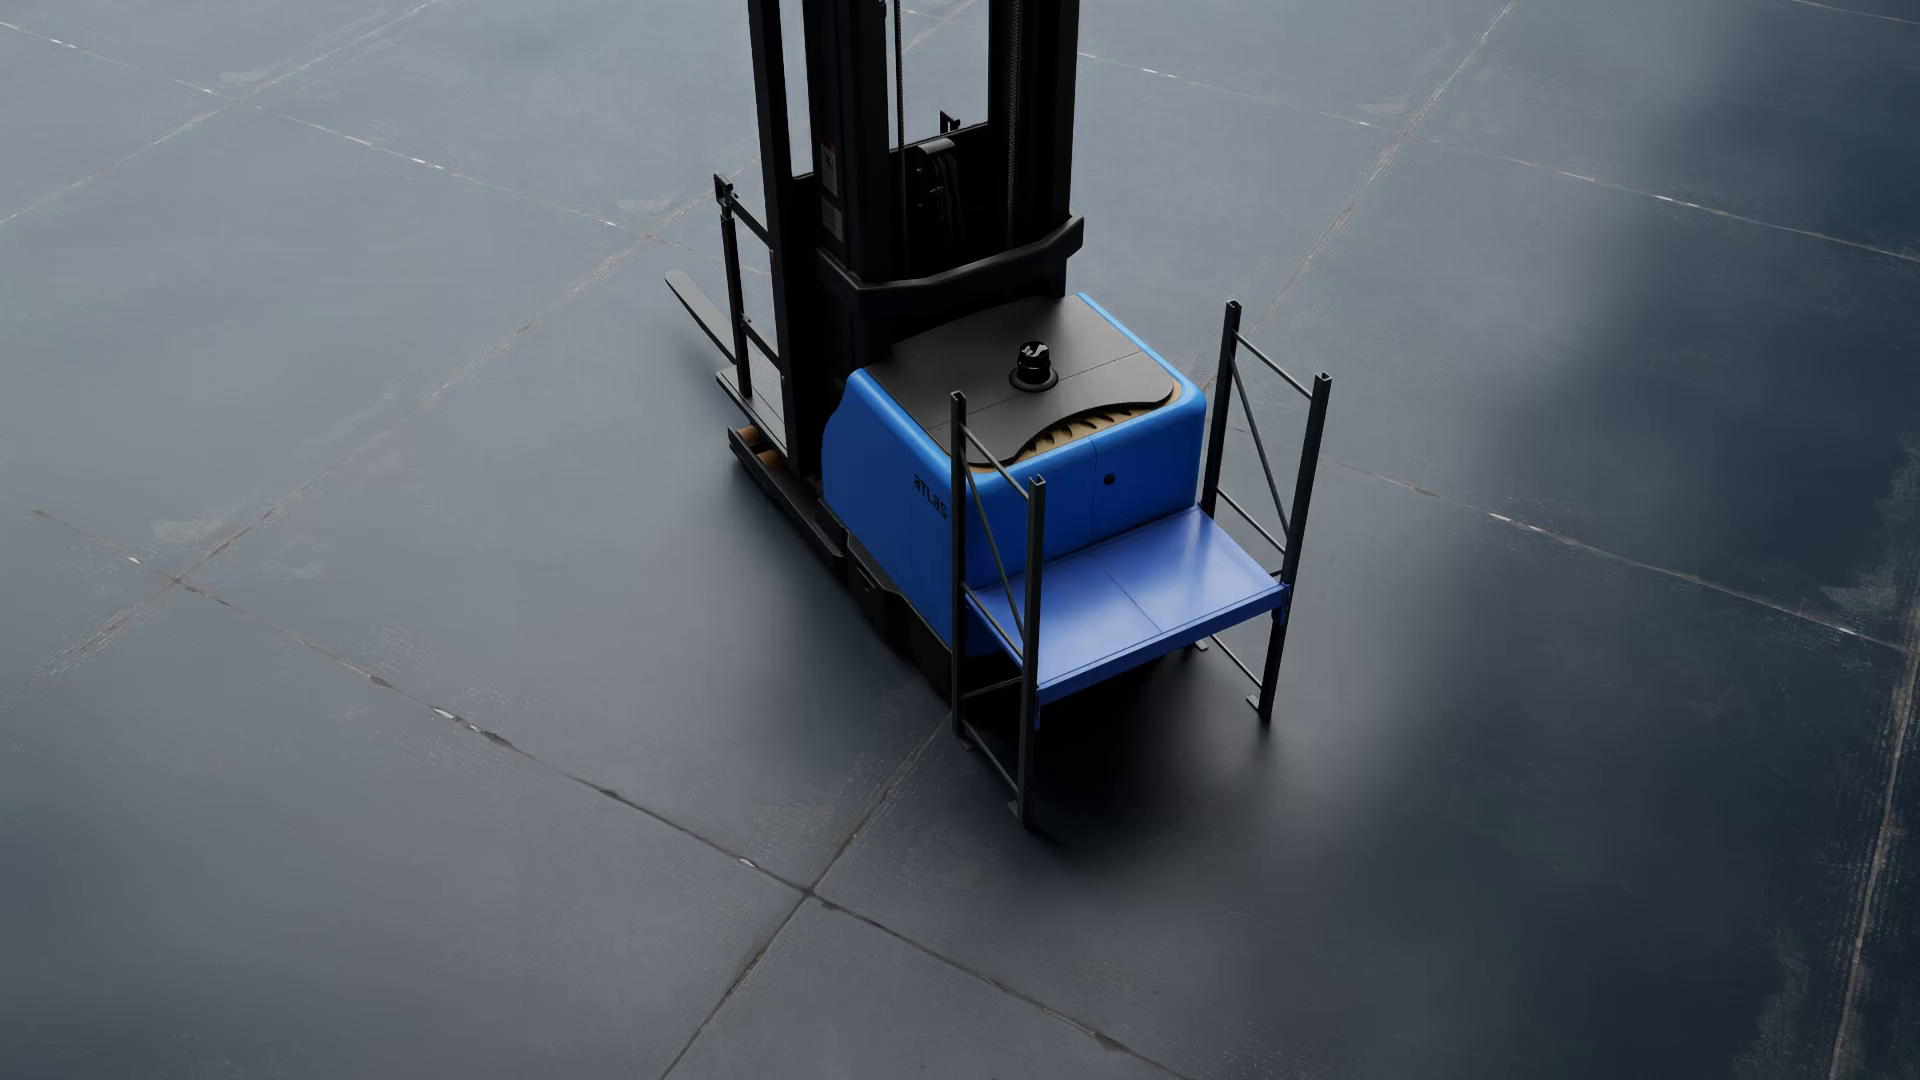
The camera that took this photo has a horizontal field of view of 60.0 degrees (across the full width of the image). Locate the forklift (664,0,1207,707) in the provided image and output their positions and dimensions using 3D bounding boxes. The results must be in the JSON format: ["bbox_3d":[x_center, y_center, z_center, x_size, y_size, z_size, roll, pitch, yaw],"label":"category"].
[{"bbox_3d":[-0.327,-1.456,6.186,1.130,2.935,3.031,-22,46,-23],"label":"forklift"}]

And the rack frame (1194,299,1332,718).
[{"bbox_3d":[0.993,-0.067,5.691,0.032,1.500,0.500,-20,45,-22],"label":"rack frame"}]

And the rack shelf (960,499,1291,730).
[{"bbox_3d":[0.550,0.233,5.623,1.000,0.185,0.538,-20,45,-22],"label":"rack shelf"}]

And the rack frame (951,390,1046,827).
[{"bbox_3d":[0.106,0.262,5.317,0.032,1.500,0.500,-20,45,-22],"label":"rack frame"}]

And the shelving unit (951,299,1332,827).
[{"bbox_3d":[0.550,0.098,5.504,1.048,1.500,0.538,-20,45,-22],"label":"shelving unit"}]
